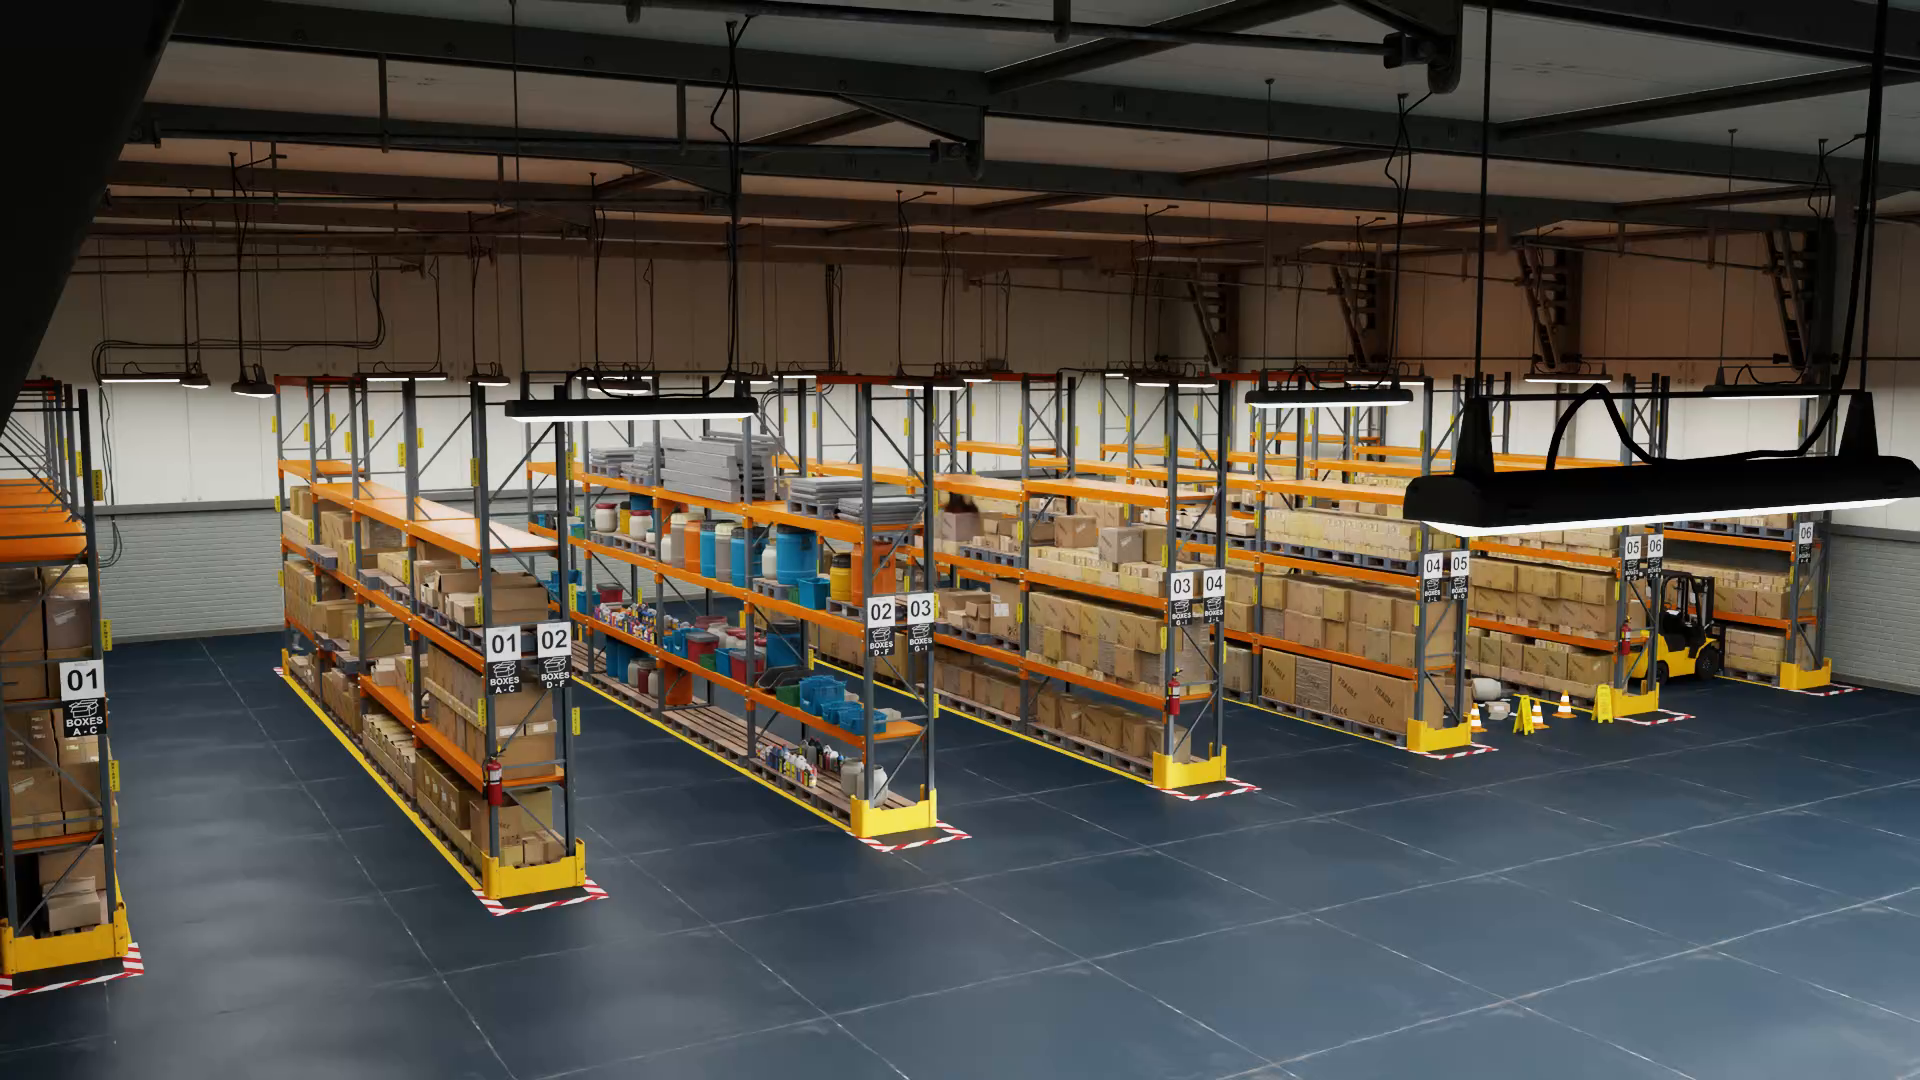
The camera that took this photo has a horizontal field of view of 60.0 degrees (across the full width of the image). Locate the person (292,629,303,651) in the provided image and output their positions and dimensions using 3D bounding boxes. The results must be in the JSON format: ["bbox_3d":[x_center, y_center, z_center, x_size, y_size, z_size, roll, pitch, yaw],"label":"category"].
[{"bbox_3d":[-14.001,1.592,35.711,0.993,1.620,0.526,4,7,29],"label":"person"}]

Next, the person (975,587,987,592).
[{"bbox_3d":[0.407,1.782,33.234,0.534,1.681,0.948,-3,7,-29],"label":"person"}]
